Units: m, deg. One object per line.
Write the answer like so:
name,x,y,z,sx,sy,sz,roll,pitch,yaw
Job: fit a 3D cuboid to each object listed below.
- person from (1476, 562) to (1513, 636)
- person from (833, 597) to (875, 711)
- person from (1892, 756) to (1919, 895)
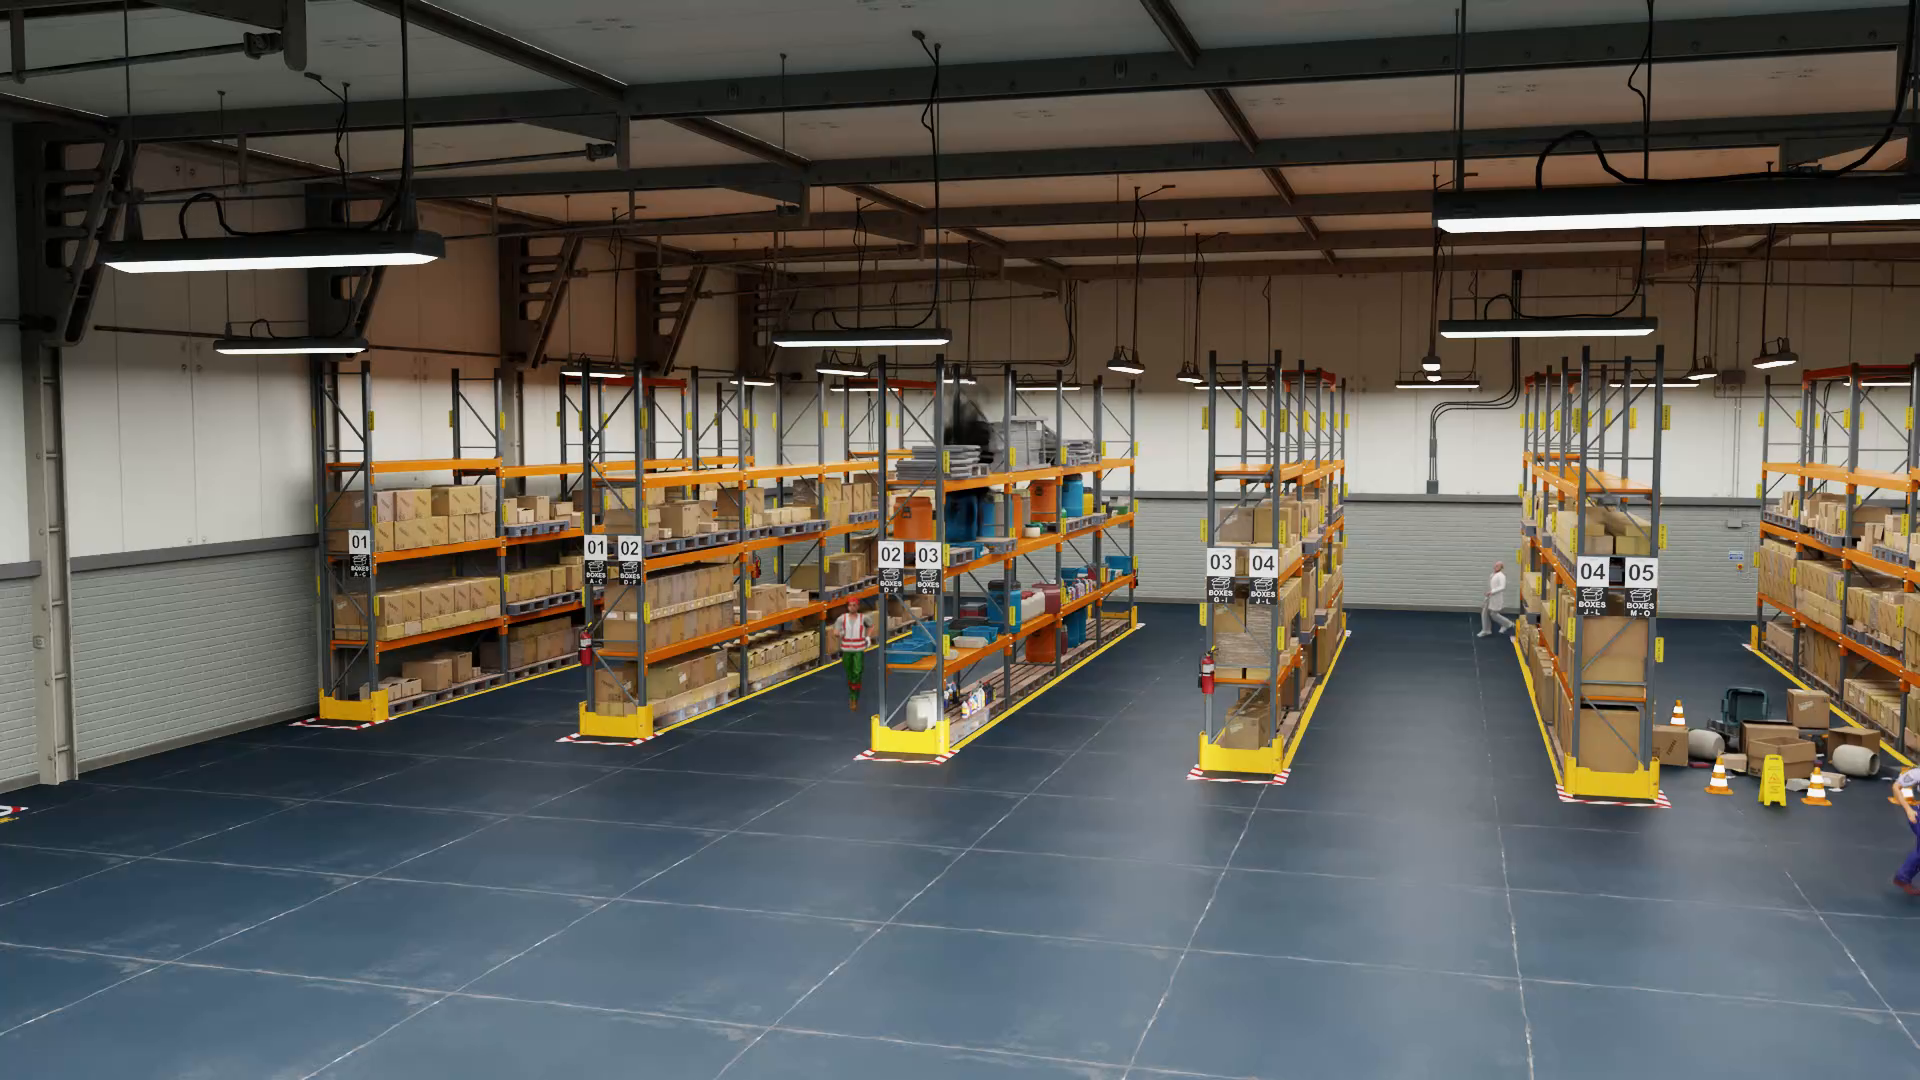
person,12.493,1.379,38.639,0.863,1.770,0.740,-1,4,-8
person,-1.756,1.838,27.225,0.645,1.824,0.837,0,4,6
person,10.023,2.959,17.209,0.576,1.713,0.749,-3,5,-35
